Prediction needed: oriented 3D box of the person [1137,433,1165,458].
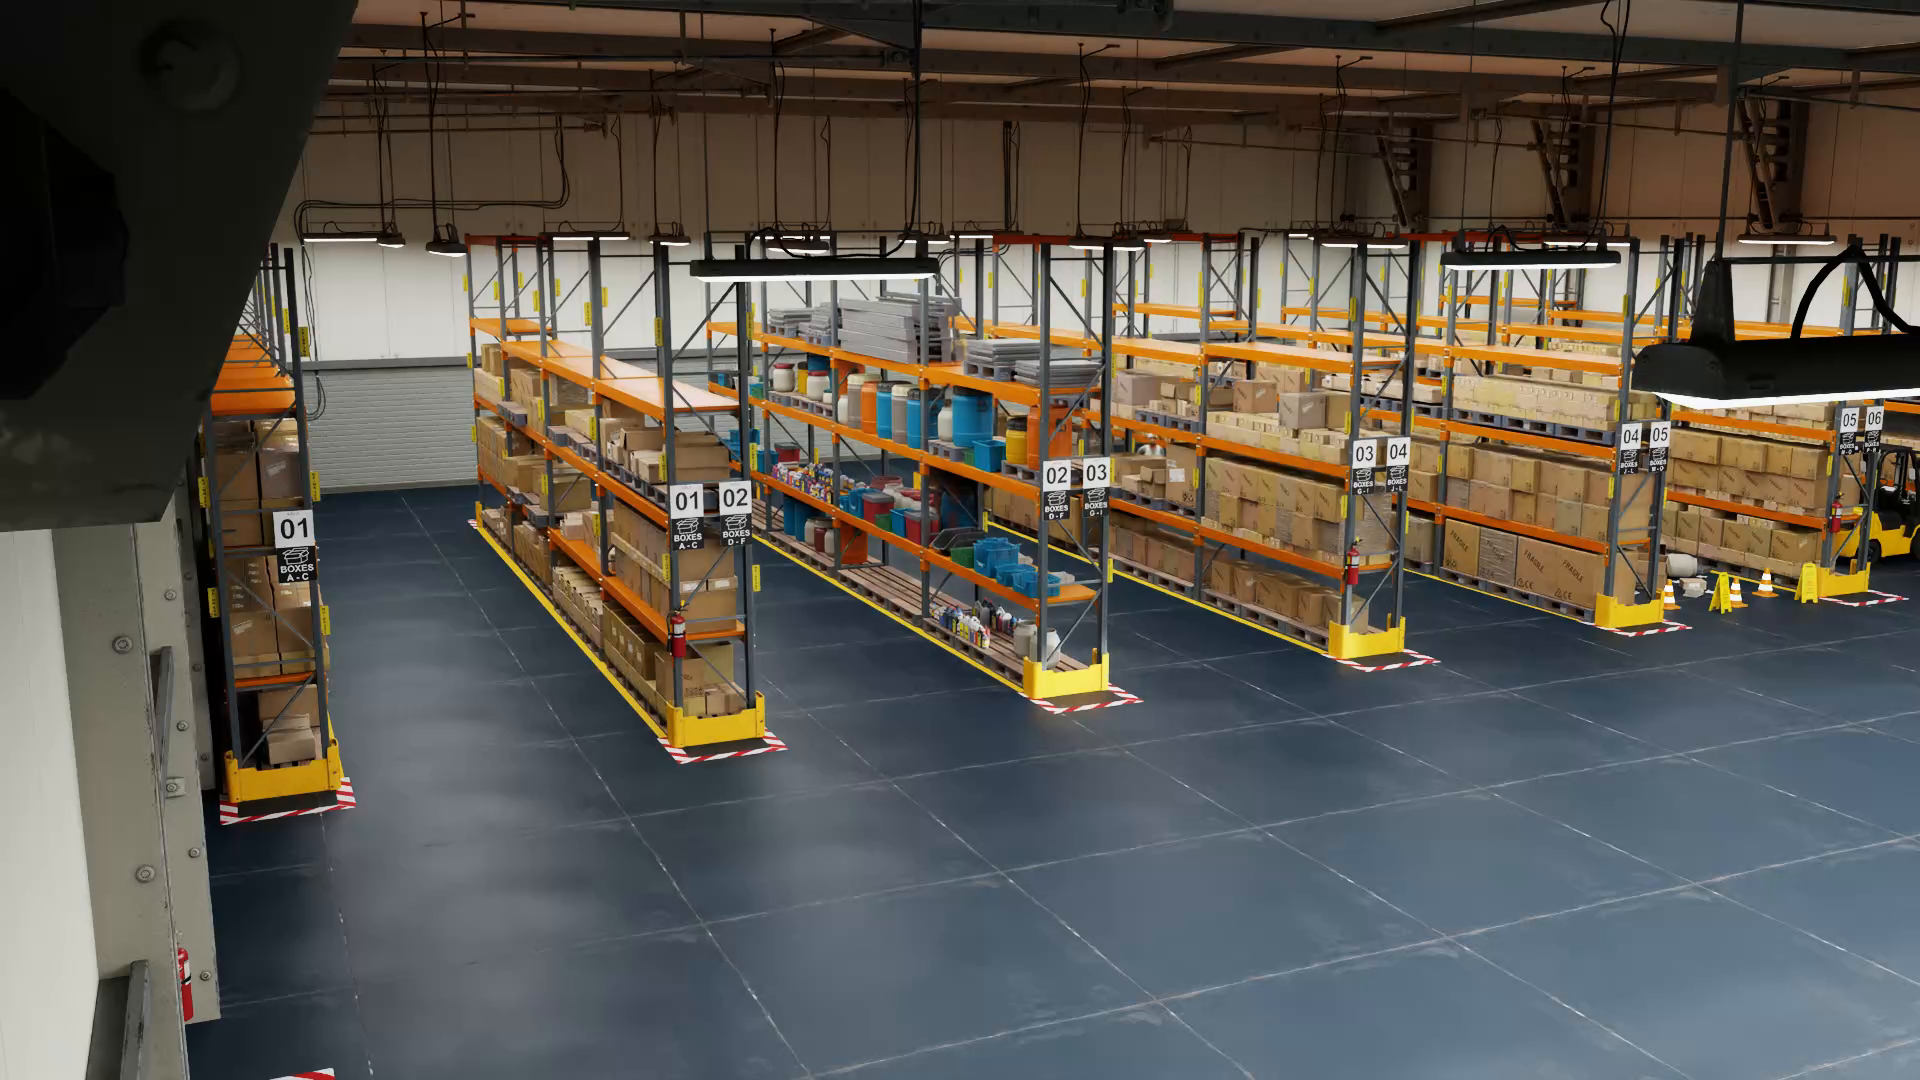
[{"bbox_3d":[4.174,-1.449,35.957,0.632,1.748,0.601,-4,12,-18],"label":"person"}]
